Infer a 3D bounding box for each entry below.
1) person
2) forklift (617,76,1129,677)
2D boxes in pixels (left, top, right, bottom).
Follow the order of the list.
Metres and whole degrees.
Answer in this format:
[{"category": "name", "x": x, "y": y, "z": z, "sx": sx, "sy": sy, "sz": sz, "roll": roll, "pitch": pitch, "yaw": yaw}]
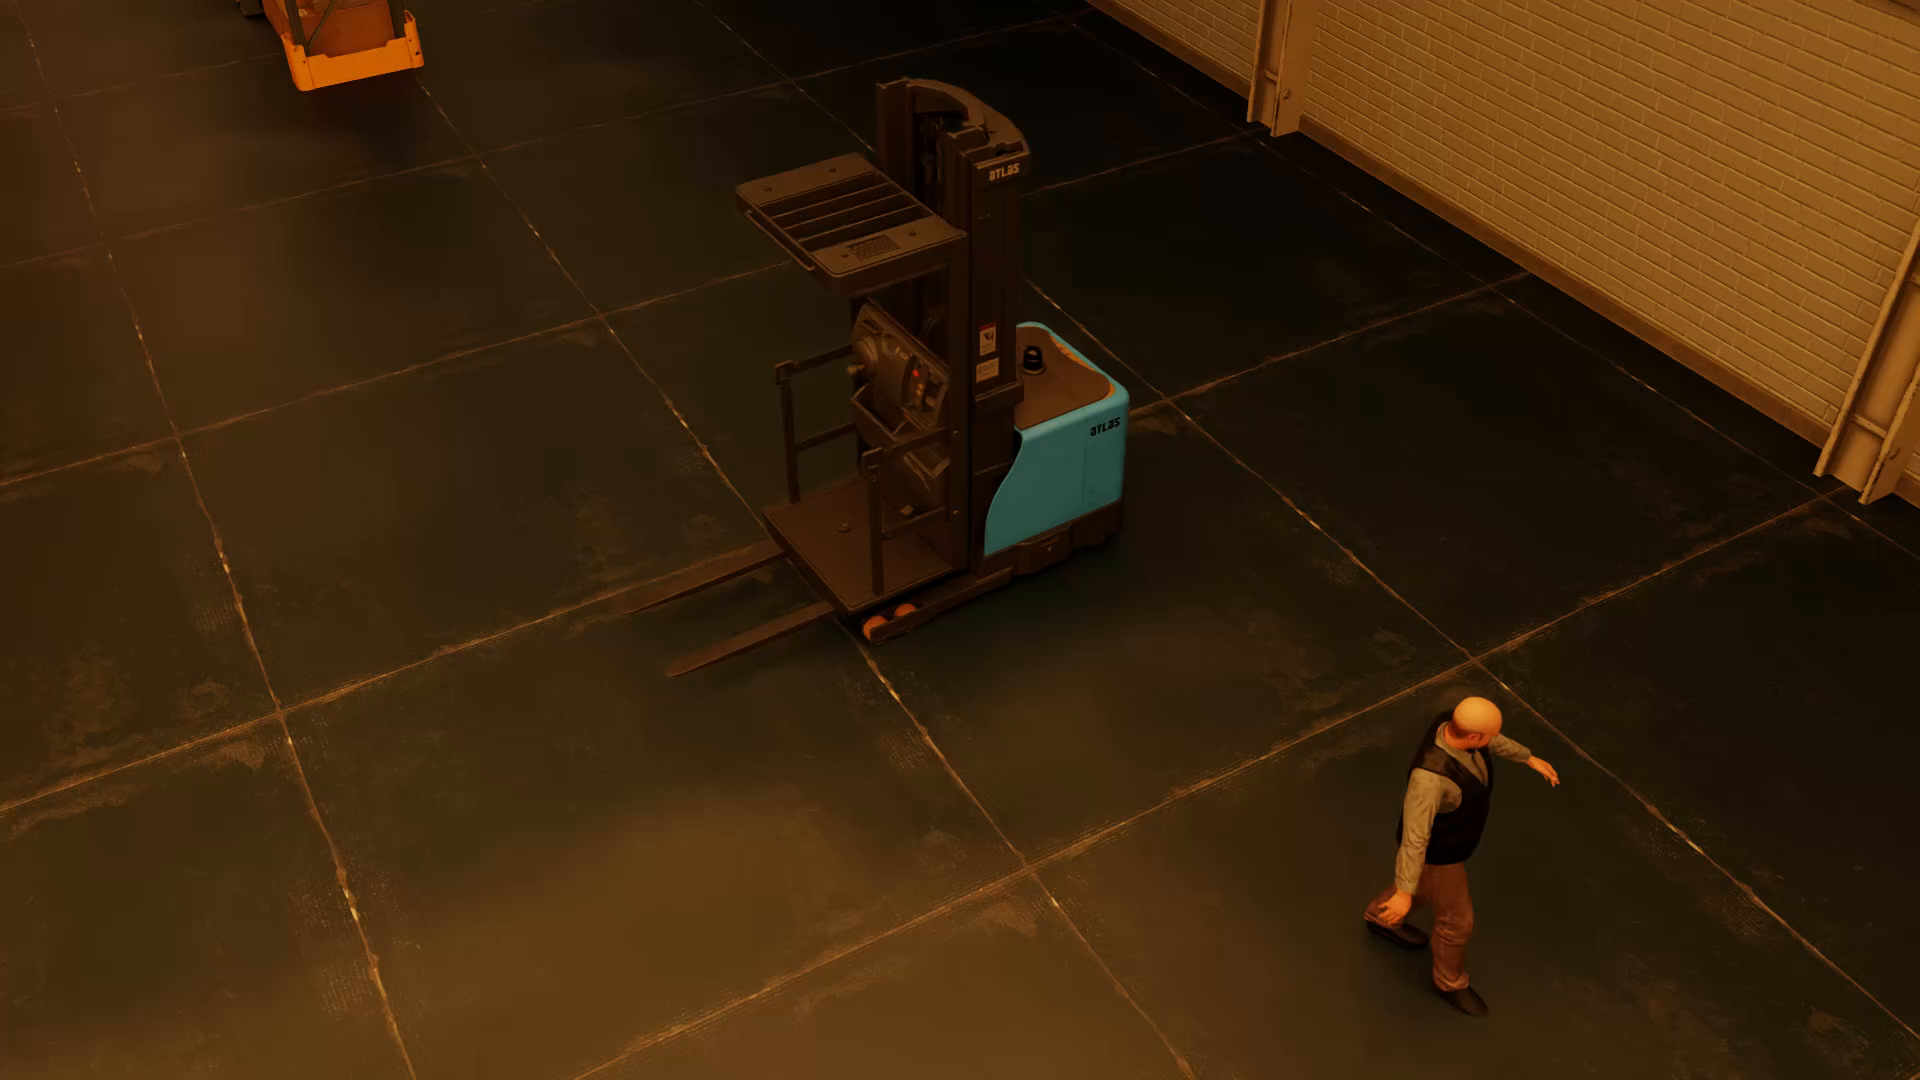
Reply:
[{"category": "person", "x": 2.206, "y": 1.383, "z": 7.366, "sx": 0.693, "sy": 1.722, "sz": 0.974, "roll": 20, "pitch": 44, "yaw": 22}, {"category": "forklift", "x": -0.509, "y": -0.911, "z": 9.135, "sx": 3.031, "sy": 2.935, "sz": 1.130, "roll": -22, "pitch": 45, "yaw": -25}]
